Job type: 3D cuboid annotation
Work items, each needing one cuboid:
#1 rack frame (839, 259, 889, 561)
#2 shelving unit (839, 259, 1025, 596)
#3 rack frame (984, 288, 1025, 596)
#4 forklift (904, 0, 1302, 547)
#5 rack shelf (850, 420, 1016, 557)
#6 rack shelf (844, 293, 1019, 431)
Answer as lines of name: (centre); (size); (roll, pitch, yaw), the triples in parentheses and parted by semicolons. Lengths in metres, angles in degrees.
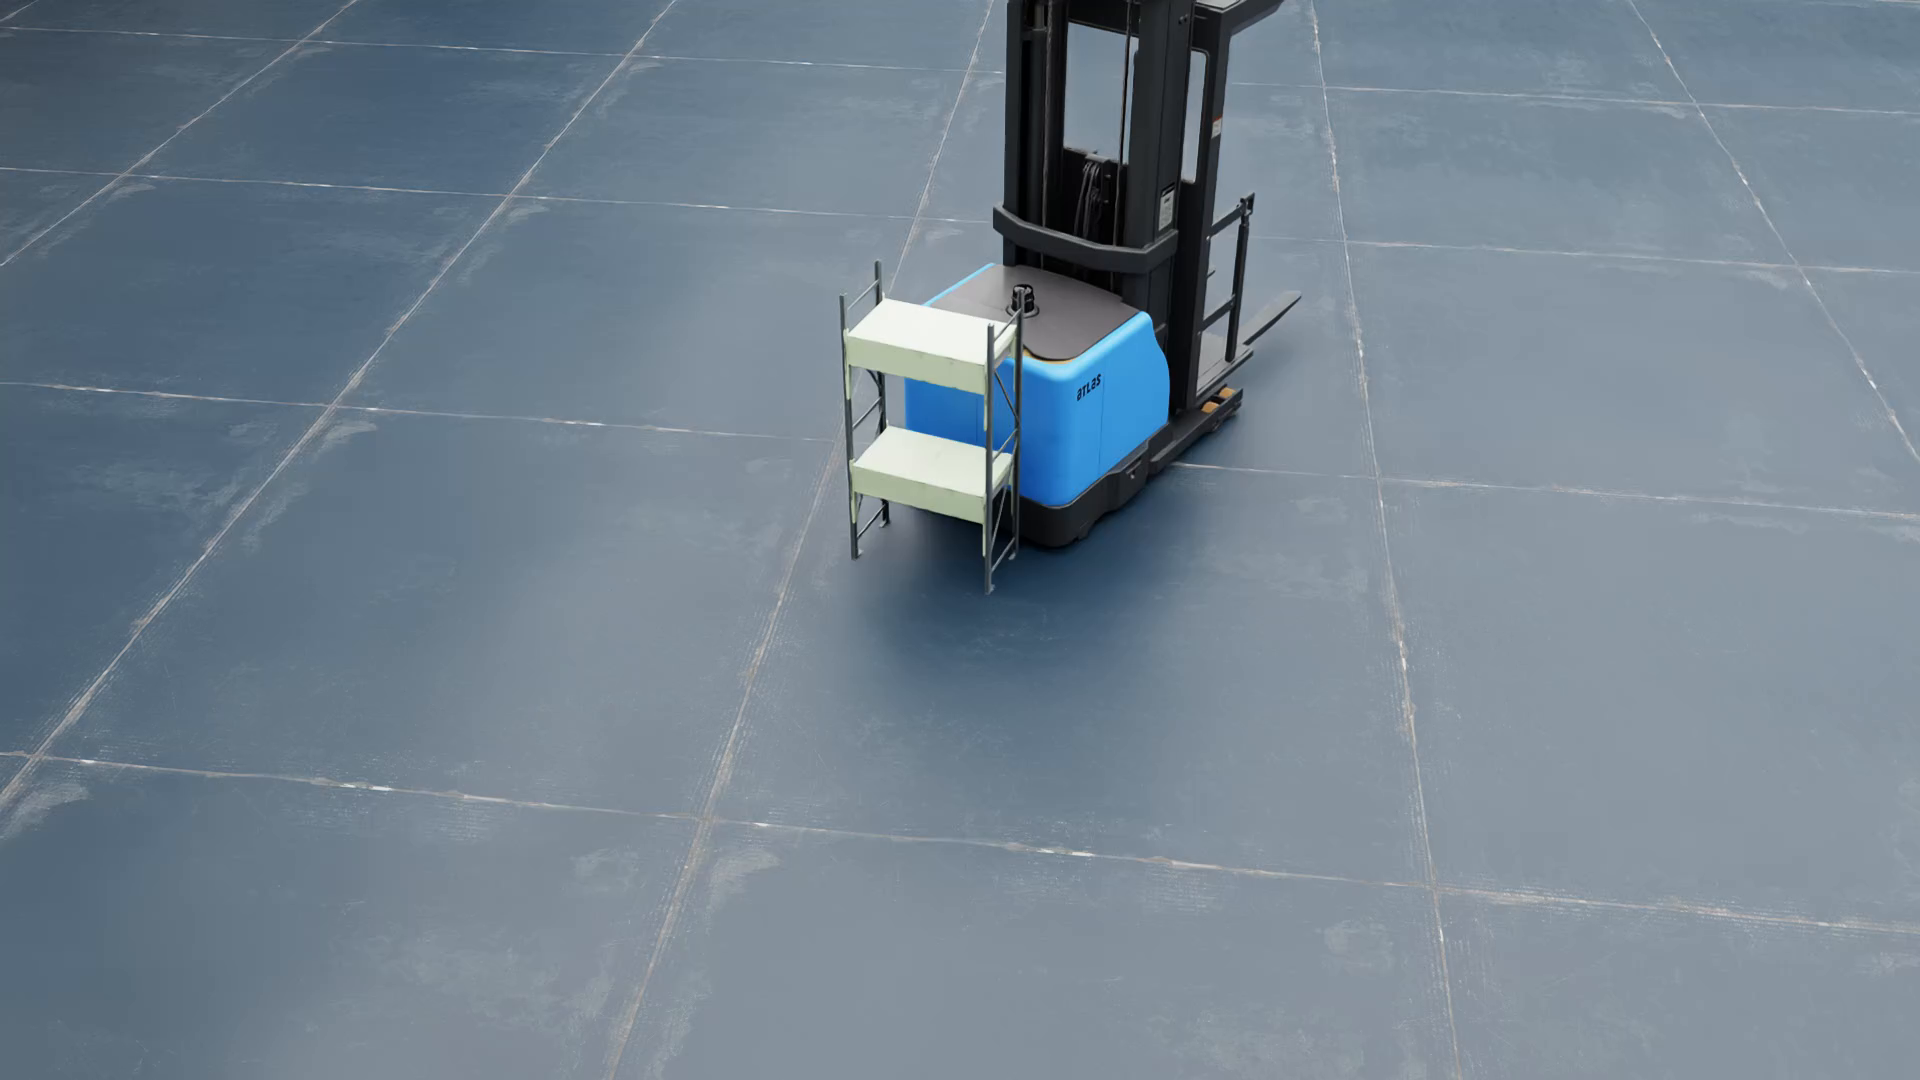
rack frame: (-0.462, -0.613, 8.174); (0.023, 1.500, 0.400); (14, 38, 19)
shelving unit: (-0.126, -0.528, 8.056); (0.755, 1.500, 0.431); (14, 38, 19)
rack frame: (0.209, -0.443, 7.937); (0.023, 1.500, 0.400); (14, 38, 19)
forklift: (0.974, -1.965, 8.837); (1.130, 2.935, 3.031); (23, 42, 29)
rack shelf: (-0.126, -0.262, 8.245); (0.720, 0.370, 0.431); (14, 38, 19)
rack shelf: (-0.126, -0.845, 7.829); (0.720, 0.370, 0.431); (14, 38, 19)
